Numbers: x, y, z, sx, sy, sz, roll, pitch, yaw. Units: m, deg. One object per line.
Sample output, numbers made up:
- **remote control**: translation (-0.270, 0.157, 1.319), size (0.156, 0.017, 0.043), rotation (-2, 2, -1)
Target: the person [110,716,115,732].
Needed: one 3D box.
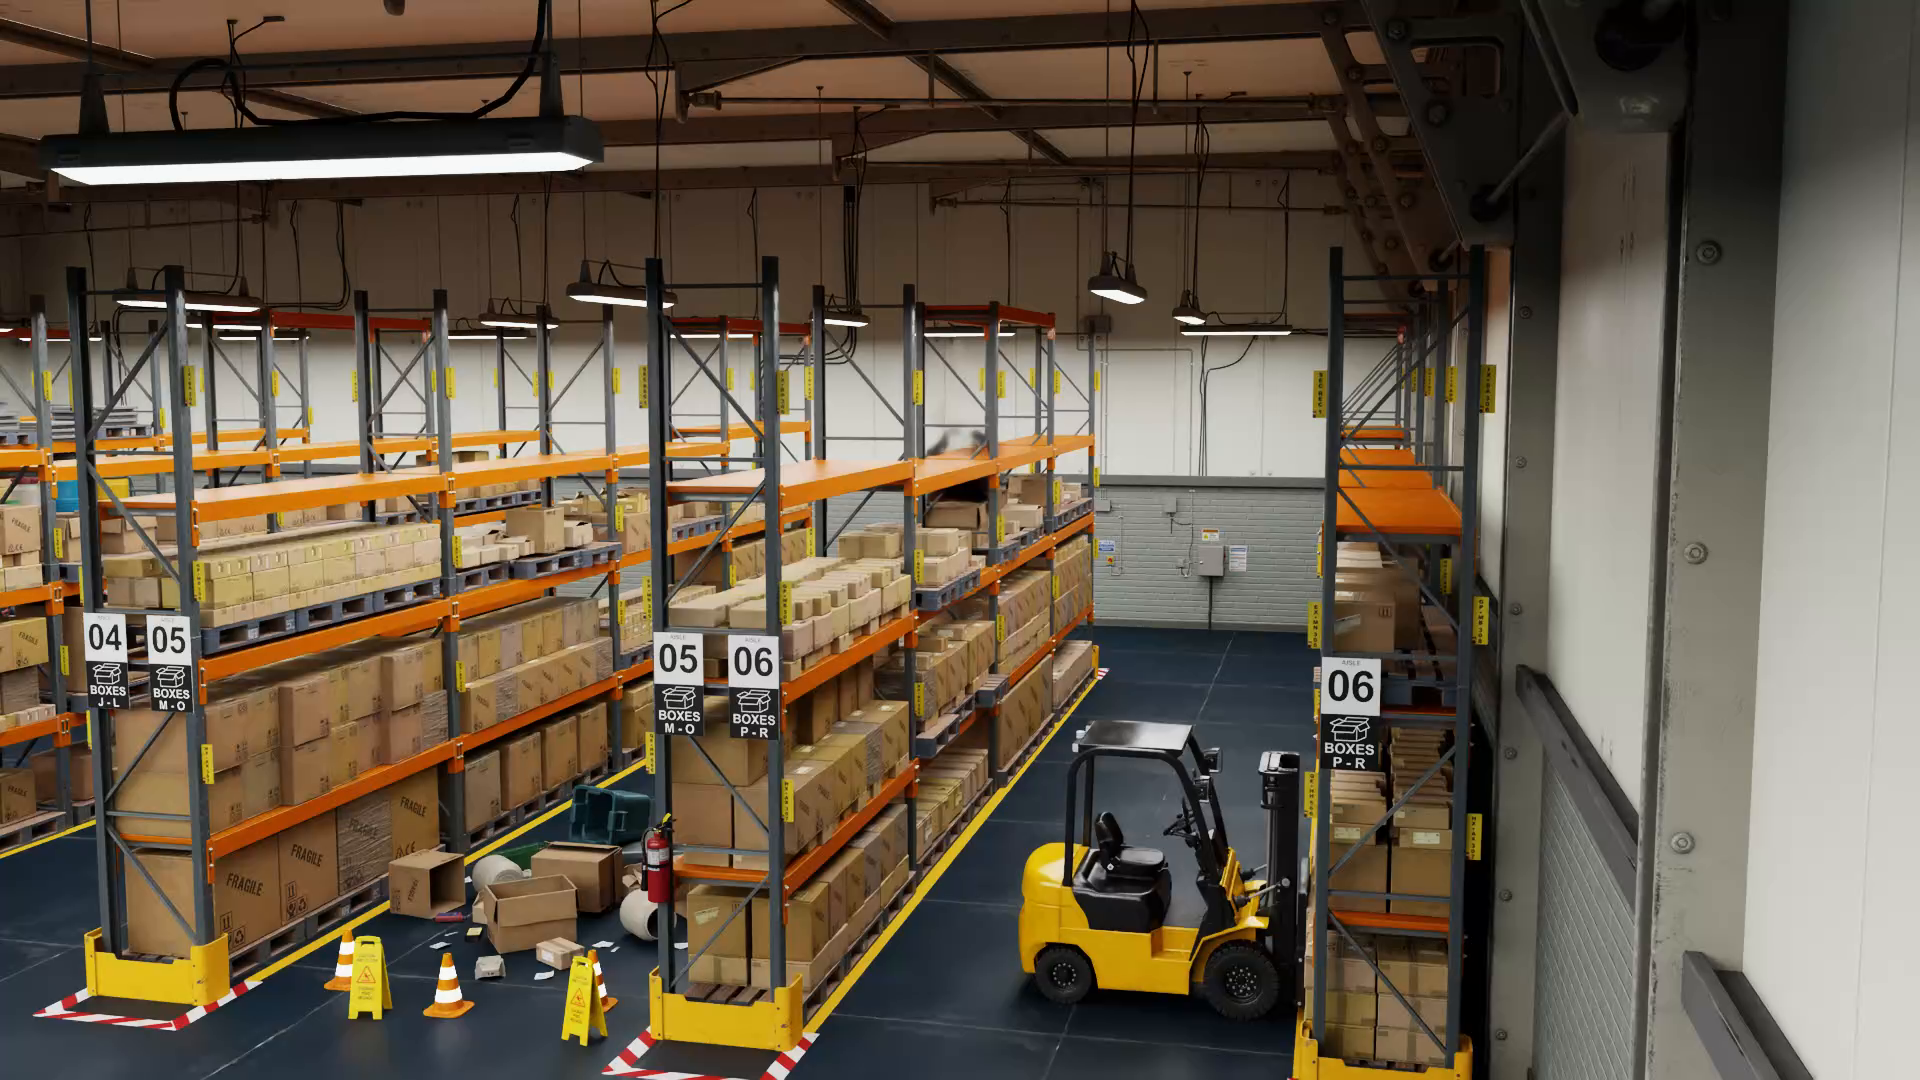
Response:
- **person**: translation (-11.357, 2.071, 22.472), size (0.584, 1.701, 1.092), rotation (1, 6, 14)
